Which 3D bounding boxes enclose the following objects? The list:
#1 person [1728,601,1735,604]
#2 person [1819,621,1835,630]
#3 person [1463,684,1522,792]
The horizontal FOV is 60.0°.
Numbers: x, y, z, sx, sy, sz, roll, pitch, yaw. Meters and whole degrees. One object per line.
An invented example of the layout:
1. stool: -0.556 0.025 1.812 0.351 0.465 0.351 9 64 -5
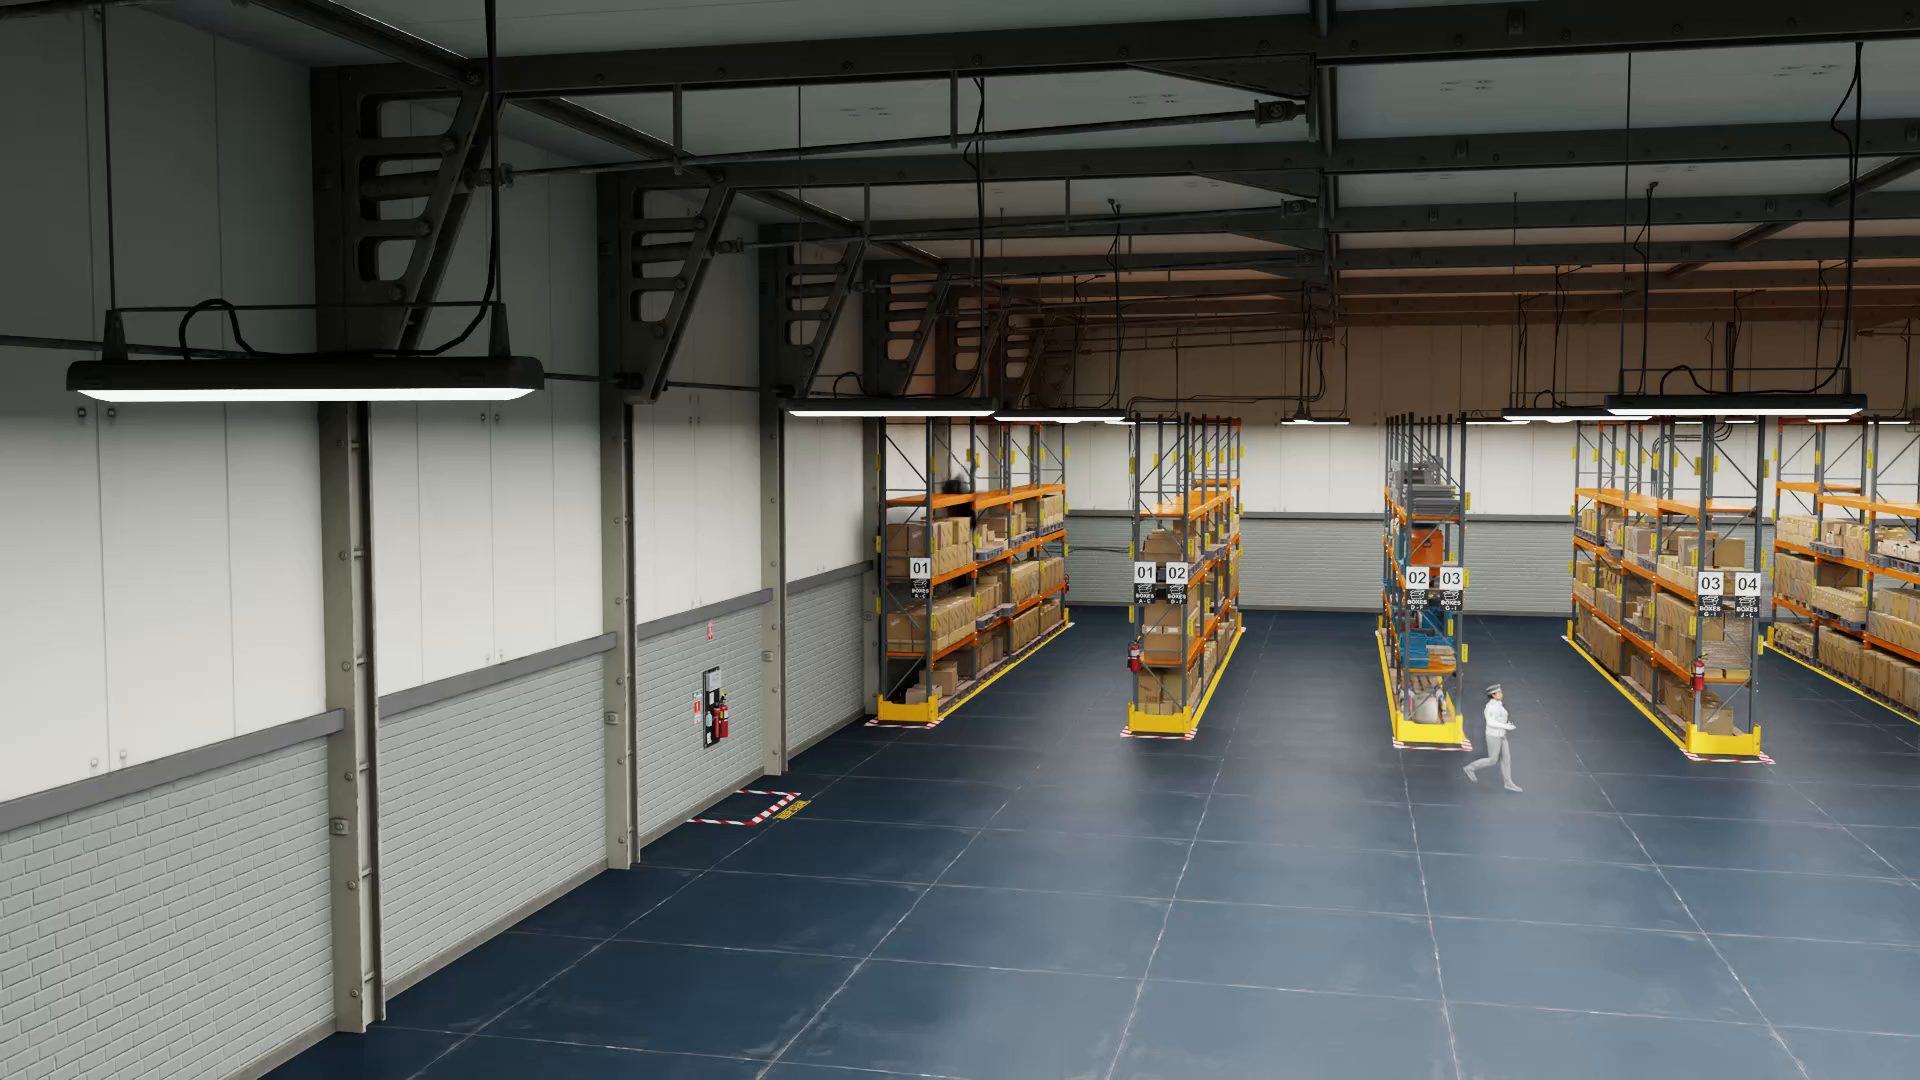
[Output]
1. person: 20.587 1.919 44.569 0.797 1.567 0.647 -2 4 -29
2. person: 23.081 1.879 44.386 0.763 1.674 0.550 -2 4 -23
3. person: 8.425 3.099 26.226 0.901 1.692 0.616 2 4 31
